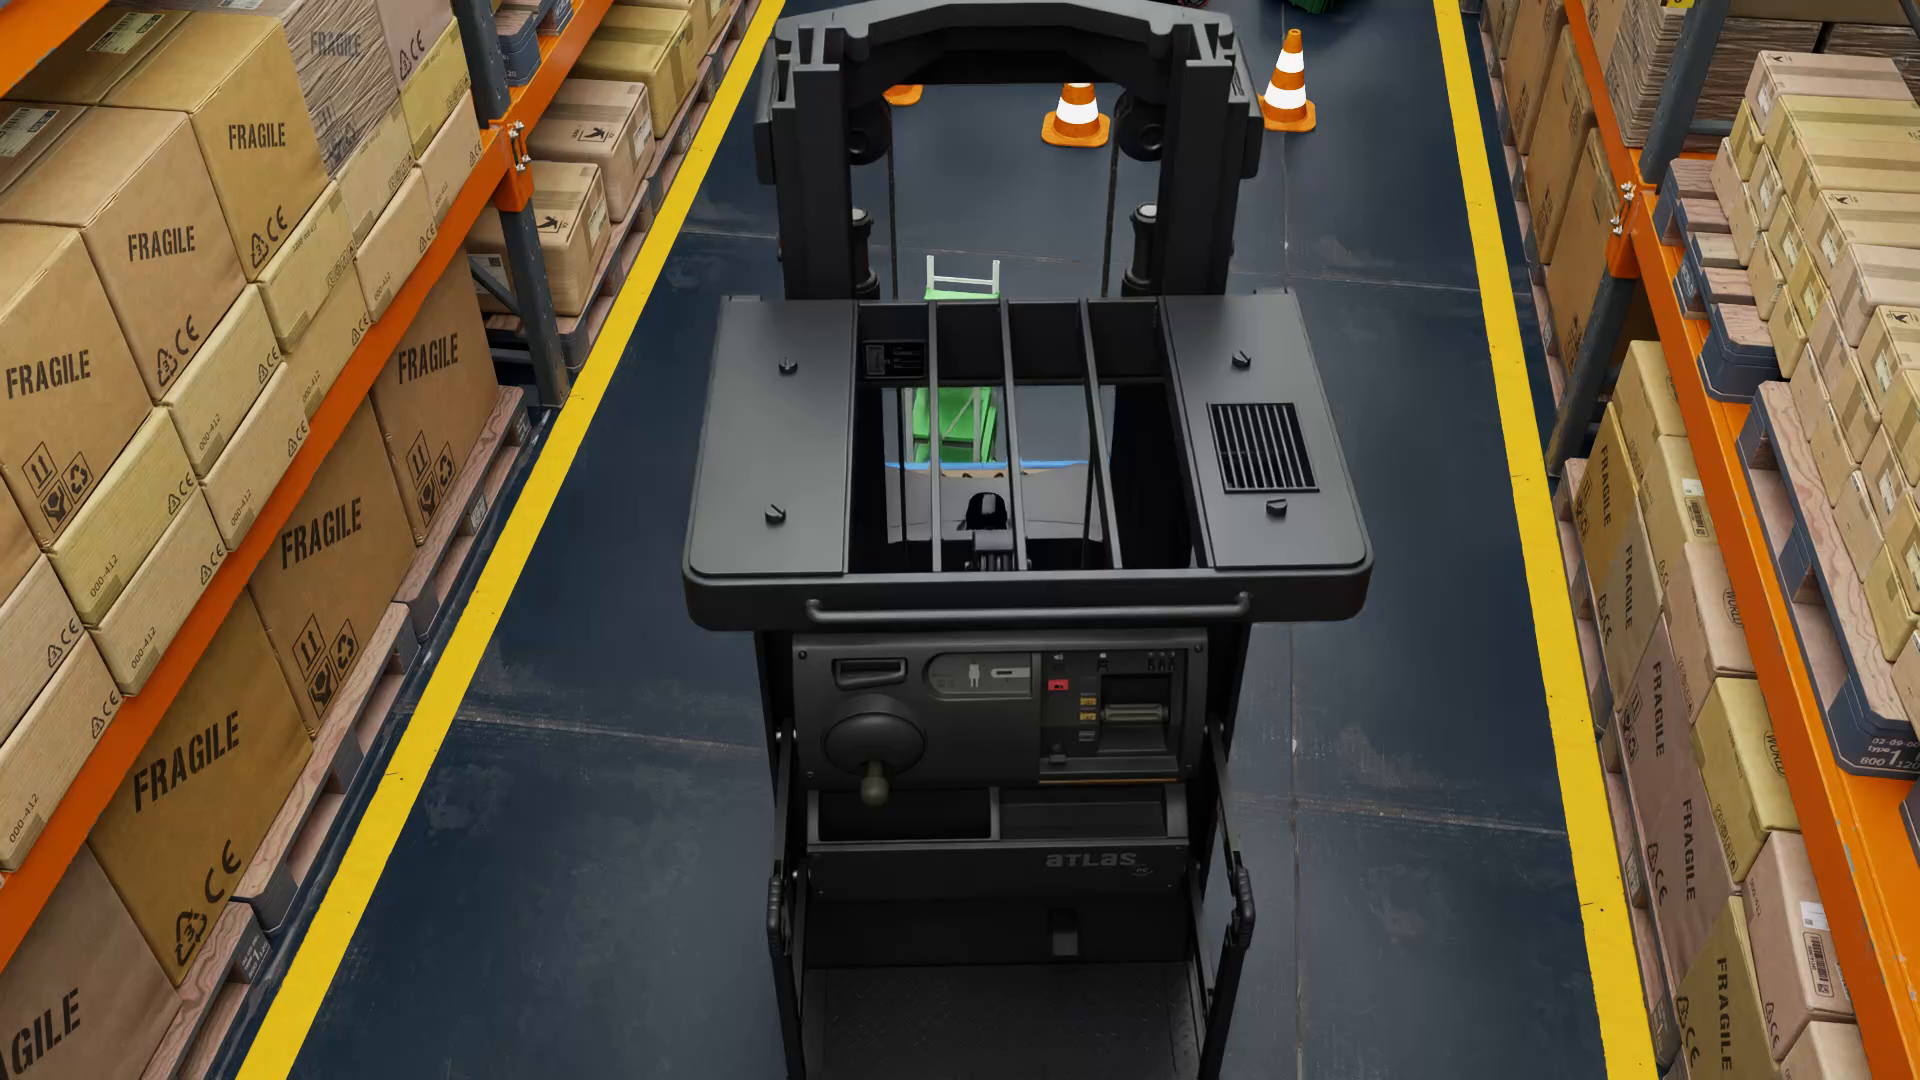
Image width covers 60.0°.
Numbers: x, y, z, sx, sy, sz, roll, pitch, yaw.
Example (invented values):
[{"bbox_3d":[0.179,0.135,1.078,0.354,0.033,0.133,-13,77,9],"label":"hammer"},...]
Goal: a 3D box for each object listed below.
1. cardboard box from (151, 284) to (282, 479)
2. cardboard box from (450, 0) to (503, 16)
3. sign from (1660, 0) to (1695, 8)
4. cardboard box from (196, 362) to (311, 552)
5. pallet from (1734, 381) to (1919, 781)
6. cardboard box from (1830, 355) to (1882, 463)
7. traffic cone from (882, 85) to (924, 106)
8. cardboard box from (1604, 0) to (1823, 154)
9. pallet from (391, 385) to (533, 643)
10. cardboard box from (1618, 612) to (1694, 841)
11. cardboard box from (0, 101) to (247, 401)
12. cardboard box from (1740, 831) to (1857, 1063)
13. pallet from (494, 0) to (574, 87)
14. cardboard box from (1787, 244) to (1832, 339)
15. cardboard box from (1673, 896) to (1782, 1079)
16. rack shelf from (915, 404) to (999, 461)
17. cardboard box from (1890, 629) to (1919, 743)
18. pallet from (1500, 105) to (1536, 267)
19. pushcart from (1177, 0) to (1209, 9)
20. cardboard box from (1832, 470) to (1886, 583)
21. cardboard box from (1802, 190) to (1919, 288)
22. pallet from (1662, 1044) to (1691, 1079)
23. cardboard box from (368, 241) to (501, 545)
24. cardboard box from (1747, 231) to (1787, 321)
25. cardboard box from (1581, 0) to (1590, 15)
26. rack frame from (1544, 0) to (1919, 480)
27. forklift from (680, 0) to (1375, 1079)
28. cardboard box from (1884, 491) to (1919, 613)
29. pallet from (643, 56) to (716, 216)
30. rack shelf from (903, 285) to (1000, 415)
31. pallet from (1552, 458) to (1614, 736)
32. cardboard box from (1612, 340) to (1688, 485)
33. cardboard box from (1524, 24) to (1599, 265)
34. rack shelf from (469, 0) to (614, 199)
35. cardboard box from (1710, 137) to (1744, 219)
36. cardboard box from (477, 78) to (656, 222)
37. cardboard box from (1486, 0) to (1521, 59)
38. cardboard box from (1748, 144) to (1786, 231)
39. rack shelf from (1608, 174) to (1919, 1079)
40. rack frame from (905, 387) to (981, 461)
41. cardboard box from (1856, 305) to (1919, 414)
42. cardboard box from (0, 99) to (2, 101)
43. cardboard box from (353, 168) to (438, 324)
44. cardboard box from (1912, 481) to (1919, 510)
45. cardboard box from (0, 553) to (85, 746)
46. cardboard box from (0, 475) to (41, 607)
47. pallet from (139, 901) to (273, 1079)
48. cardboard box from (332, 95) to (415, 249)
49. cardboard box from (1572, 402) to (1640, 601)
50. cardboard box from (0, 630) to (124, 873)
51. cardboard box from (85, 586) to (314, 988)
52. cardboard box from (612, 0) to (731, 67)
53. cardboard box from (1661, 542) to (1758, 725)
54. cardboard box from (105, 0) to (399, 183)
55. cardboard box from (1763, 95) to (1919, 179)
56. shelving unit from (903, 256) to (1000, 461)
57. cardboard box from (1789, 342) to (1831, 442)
[{"bbox_3d":[-2.109,-0.427,4.265,0.500,0.250,0.500,4,44,4],"label":"cardboard box"},{"bbox_3d":[-1.889,-1.974,6.030,0.380,0.149,0.250,3,44,3],"label":"cardboard box"},{"bbox_3d":[2.253,-1.796,5.123,0.100,0.325,0.005,5,44,6],"label":"sign"},{"bbox_3d":[-2.100,-0.244,4.435,0.500,0.250,0.500,5,44,5],"label":"cardboard box"},{"bbox_3d":[2.582,0.096,4.107,1.003,0.211,1.213,5,44,6],"label":"pallet"},{"bbox_3d":[2.372,-0.307,4.054,0.380,0.149,0.250,5,44,5],"label":"cardboard box"},{"bbox_3d":[-0.364,-2.541,8.597,0.336,0.463,0.334,5,44,6],"label":"traffic cone"},{"bbox_3d":[2.597,-1.695,5.785,0.500,0.500,0.500,5,44,6],"label":"cardboard box"},{"bbox_3d":[-2.295,-0.165,6.271,1.003,0.211,1.213,5,44,6],"label":"pallet"},{"bbox_3d":[2.331,0.580,4.968,0.500,0.500,0.500,4,44,4],"label":"cardboard box"},{"bbox_3d":[-2.132,-0.699,4.006,0.500,0.500,0.500,5,44,5],"label":"cardboard box"},{"bbox_3d":[2.204,1.002,3.977,0.500,0.250,0.500,7,44,7],"label":"cardboard box"},{"bbox_3d":[-2.128,-2.134,6.461,1.213,0.211,1.003,5,44,6],"label":"pallet"},{"bbox_3d":[2.442,-0.646,4.411,0.380,0.149,0.250,5,44,6],"label":"cardboard box"},{"bbox_3d":[2.191,1.277,4.232,0.500,0.500,0.500,4,44,5],"label":"cardboard box"},{"bbox_3d":[-0.022,-0.276,5.762,0.258,0.148,0.480,5,44,6],"label":"rack shelf"},{"bbox_3d":[2.264,0.342,3.585,0.380,0.149,0.250,4,44,4],"label":"cardboard box"},{"bbox_3d":[3.146,-1.674,7.864,1.003,0.211,1.213,5,44,6],"label":"pallet"},{"bbox_3d":[0.679,-3.309,9.470,1.648,0.377,0.936,-9,44,-9],"label":"pushcart"},{"bbox_3d":[2.335,-0.021,3.967,0.380,0.149,0.250,4,44,4],"label":"cardboard box"},{"bbox_3d":[2.445,-0.776,4.333,0.380,0.149,0.250,4,44,4],"label":"cardboard box"},{"bbox_3d":[2.376,1.881,4.110,1.003,0.211,1.213,5,44,6],"label":"pallet"},{"bbox_3d":[-2.290,-0.626,5.969,0.875,0.875,0.875,5,44,5],"label":"cardboard box"},{"bbox_3d":[2.473,-0.735,4.722,0.380,0.149,0.250,7,44,8],"label":"cardboard box"},{"bbox_3d":[2.730,-2.375,6.504,0.500,0.500,0.500,5,44,5],"label":"cardboard box"},{"bbox_3d":[2.803,-1.327,5.470,1.000,3.000,0.127,5,44,6],"label":"rack frame"},{"bbox_3d":[0.099,0.488,3.603,1.130,2.935,3.031,-1,43,-1],"label":"forklift"},{"bbox_3d":[2.302,0.042,3.685,0.380,0.149,0.250,5,44,6],"label":"cardboard box"},{"bbox_3d":[-1.848,-2.057,8.269,1.003,0.211,1.213,5,44,6],"label":"pallet"},{"bbox_3d":[-0.022,-0.625,5.432,0.258,0.148,0.480,5,44,6],"label":"rack shelf"},{"bbox_3d":[2.699,0.218,5.866,1.003,0.211,1.213,5,44,6],"label":"pallet"},{"bbox_3d":[2.472,-0.396,5.454,0.500,0.250,0.500,3,44,4],"label":"cardboard box"},{"bbox_3d":[3.085,-1.665,7.158,1.050,0.750,0.750,6,44,6],"label":"cardboard box"},{"bbox_3d":[-1.852,-2.810,7.559,1.077,0.370,4.000,5,44,6],"label":"rack shelf"},{"bbox_3d":[2.544,-1.102,5.109,0.380,0.149,0.250,5,44,5],"label":"cardboard box"},{"bbox_3d":[-1.942,-1.794,7.569,0.950,0.372,0.625,4,44,5],"label":"cardboard box"},{"bbox_3d":[3.339,-2.957,8.522,1.050,0.750,0.750,5,44,5],"label":"cardboard box"},{"bbox_3d":[2.507,-1.000,4.785,0.380,0.149,0.250,7,44,8],"label":"cardboard box"},{"bbox_3d":[2.539,0.297,4.278,1.077,0.370,4.000,5,44,6],"label":"rack shelf"},{"bbox_3d":[-0.054,-0.157,5.543,0.240,1.200,0.015,5,44,6],"label":"rack frame"},{"bbox_3d":[2.378,-0.411,3.947,0.380,0.149,0.250,6,44,7],"label":"cardboard box"},{"bbox_3d":[-2.564,-1.103,4.434,0.500,0.500,0.500,6,44,7],"label":"cardboard box"},{"bbox_3d":[-1.978,-0.936,5.166,0.500,0.250,0.500,6,44,6],"label":"cardboard box"},{"bbox_3d":[2.307,-0.058,3.574,0.380,0.149,0.250,3,44,4],"label":"cardboard box"},{"bbox_3d":[-2.267,0.259,3.540,0.500,0.250,0.500,6,44,6],"label":"cardboard box"},{"bbox_3d":[-2.262,-0.004,3.273,0.500,0.500,0.500,5,44,5],"label":"cardboard box"},{"bbox_3d":[-2.618,1.498,4.514,1.003,0.211,1.213,5,44,6],"label":"pallet"},{"bbox_3d":[-1.993,-1.132,5.009,0.500,0.250,0.500,4,44,4],"label":"cardboard box"},{"bbox_3d":[2.457,-0.113,5.700,0.500,0.500,0.500,4,44,4],"label":"cardboard box"},{"bbox_3d":[-2.259,0.444,3.709,0.500,0.250,0.500,4,44,4],"label":"cardboard box"},{"bbox_3d":[-2.531,0.591,4.684,0.875,0.875,0.875,6,44,7],"label":"cardboard box"},{"bbox_3d":[-1.746,-2.784,8.615,0.950,0.372,0.625,8,44,8],"label":"cardboard box"},{"bbox_3d":[2.327,0.286,4.734,0.500,0.250,0.500,6,44,6],"label":"cardboard box"},{"bbox_3d":[-1.985,-1.381,4.727,0.500,0.500,0.500,6,44,6],"label":"cardboard box"},{"bbox_3d":[2.517,-1.123,4.699,0.380,0.149,0.250,4,44,4],"label":"cardboard box"},{"bbox_3d":[-0.022,-0.323,5.718,0.258,1.200,0.503,5,44,6],"label":"shelving unit"},{"bbox_3d":[2.406,-0.369,4.335,0.380,0.149,0.250,7,44,7],"label":"cardboard box"}]
